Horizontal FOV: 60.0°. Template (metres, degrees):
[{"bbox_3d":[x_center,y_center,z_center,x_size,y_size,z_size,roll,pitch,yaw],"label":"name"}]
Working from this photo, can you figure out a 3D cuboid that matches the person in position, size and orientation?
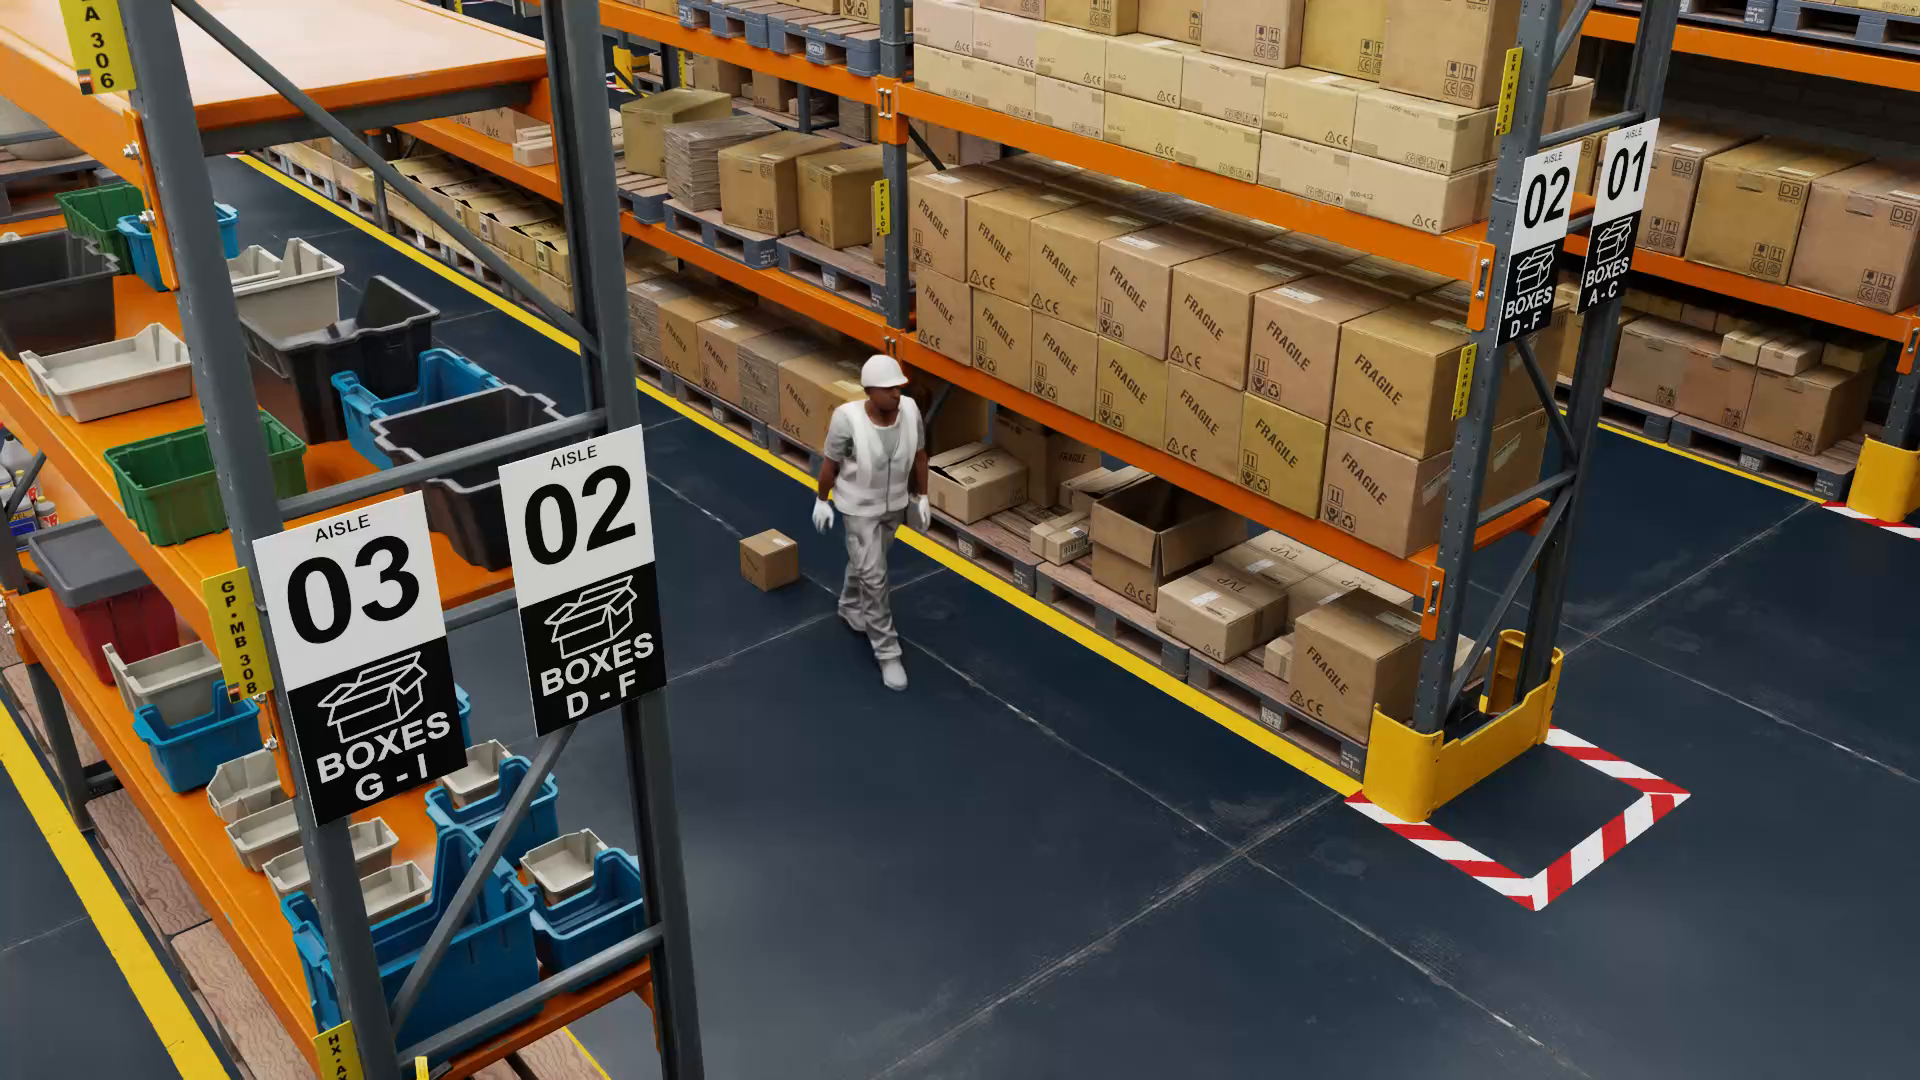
[{"bbox_3d":[-0.427,-0.173,8.921,0.591,1.759,0.858,-20,34,-33],"label":"person"}]
